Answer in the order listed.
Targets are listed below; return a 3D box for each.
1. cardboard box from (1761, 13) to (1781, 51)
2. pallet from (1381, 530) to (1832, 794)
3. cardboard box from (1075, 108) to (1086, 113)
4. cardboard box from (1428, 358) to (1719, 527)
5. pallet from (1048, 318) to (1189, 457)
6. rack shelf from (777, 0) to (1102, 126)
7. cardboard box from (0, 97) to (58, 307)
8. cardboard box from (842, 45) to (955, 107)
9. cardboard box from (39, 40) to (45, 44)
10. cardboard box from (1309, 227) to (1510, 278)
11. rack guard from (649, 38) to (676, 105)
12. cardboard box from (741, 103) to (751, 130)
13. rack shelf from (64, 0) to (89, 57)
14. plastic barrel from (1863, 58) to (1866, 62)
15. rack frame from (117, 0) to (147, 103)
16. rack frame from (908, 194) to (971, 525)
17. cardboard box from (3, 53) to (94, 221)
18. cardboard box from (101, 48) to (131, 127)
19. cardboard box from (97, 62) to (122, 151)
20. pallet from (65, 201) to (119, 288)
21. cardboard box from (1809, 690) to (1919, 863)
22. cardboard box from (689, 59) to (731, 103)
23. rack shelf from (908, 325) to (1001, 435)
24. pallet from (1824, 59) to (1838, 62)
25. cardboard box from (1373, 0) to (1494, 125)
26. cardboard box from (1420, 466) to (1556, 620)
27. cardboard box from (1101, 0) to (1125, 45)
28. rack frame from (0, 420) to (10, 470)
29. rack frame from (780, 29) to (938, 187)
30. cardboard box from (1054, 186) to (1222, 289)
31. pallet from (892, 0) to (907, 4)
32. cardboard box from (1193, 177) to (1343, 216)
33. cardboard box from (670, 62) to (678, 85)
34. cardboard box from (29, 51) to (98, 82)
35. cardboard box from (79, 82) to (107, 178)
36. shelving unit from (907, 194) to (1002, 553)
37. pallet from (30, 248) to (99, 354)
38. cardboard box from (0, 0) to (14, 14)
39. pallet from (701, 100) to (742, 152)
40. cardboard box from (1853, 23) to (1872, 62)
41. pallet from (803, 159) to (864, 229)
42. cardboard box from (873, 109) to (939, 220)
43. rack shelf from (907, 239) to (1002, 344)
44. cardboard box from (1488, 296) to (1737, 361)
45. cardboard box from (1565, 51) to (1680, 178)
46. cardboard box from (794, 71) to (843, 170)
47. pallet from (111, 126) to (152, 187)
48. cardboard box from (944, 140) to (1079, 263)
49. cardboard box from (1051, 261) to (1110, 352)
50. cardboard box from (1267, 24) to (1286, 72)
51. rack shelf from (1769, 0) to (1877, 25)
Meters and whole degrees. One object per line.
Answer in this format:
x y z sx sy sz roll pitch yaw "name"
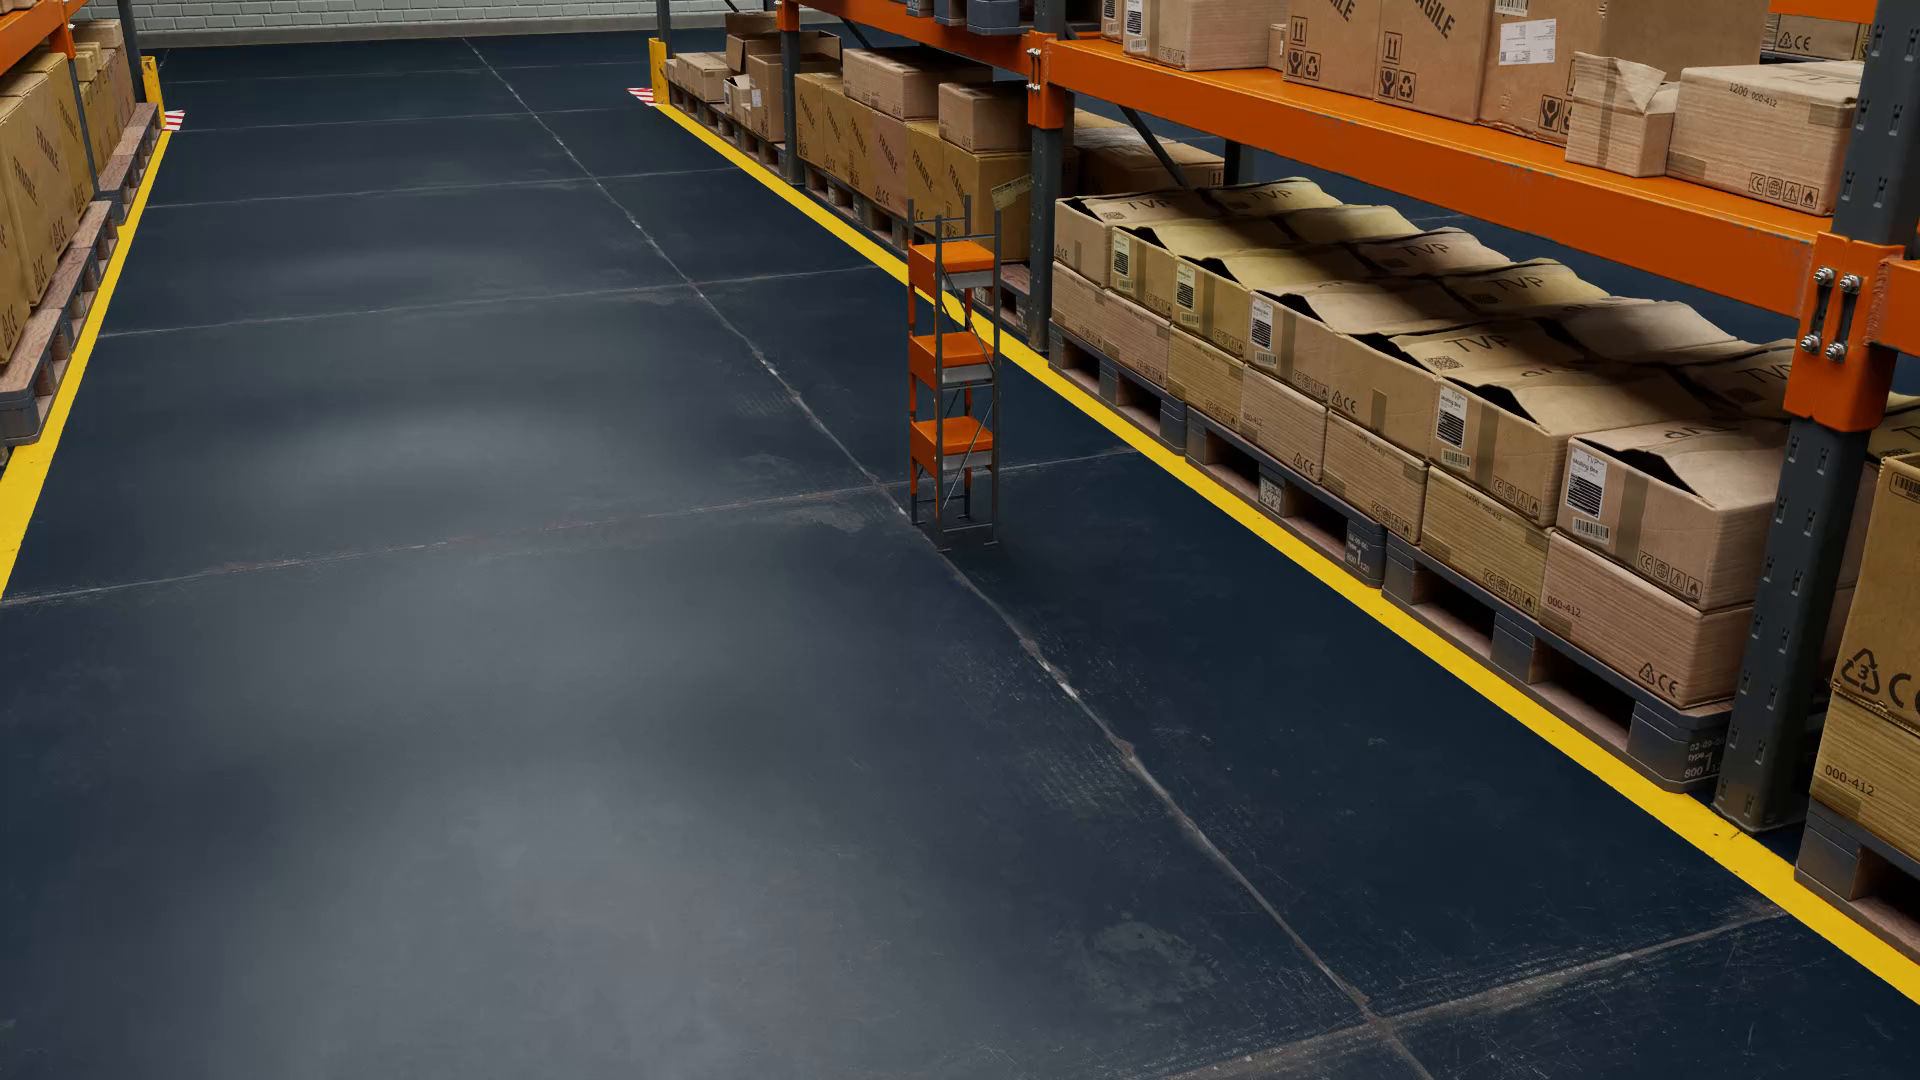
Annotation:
7.852 -5.194 15.905 0.875 0.875 0.875 -8 24 -19 "cardboard box"
1.903 0.209 4.482 1.003 0.211 1.213 -8 24 -19 "pallet"
0.341 -2.084 8.984 0.500 0.500 0.500 -9 25 -21 "cardboard box"
1.599 -0.294 4.364 0.500 0.311 0.500 -8 24 -18 "cardboard box"
1.041 -0.677 6.586 1.003 0.211 1.213 -8 24 -19 "pallet"
0.080 -2.662 8.630 1.077 0.370 4.000 -8 24 -19 "rack shelf"
-4.287 -1.393 6.920 0.750 0.750 0.750 -8 24 -19 "cardboard box"
-0.330 -2.544 9.111 0.500 0.250 0.500 -8 24 -19 "cardboard box"
-6.113 -3.150 10.704 0.380 0.149 0.250 -8 24 -18 "cardboard box"
1.567 -0.924 5.857 0.500 0.311 0.500 -9 24 -19 "cardboard box"
-2.013 -3.994 14.083 1.175 0.500 0.348 -8 24 -19 "rack guard"
-1.282 -2.905 11.385 0.380 0.149 0.250 -8 24 -19 "cardboard box"
-5.966 -3.434 10.463 1.077 0.370 4.000 -8 24 -19 "rack shelf"
5.233 -2.314 9.132 0.600 0.830 0.708 -8 24 -19 "plastic barrel"
-6.673 -4.493 12.047 1.000 3.000 0.127 -8 24 -19 "rack frame"
-0.062 -0.548 5.197 0.200 1.050 0.008 -8 24 -19 "rack frame"
-4.908 -2.024 8.417 0.750 0.750 0.750 -8 24 -18 "cardboard box"
-6.155 -3.112 11.449 0.700 0.500 0.500 -8 24 -19 "cardboard box"
-5.781 -2.736 10.558 0.700 0.500 0.500 -8 24 -18 "cardboard box"
-4.916 -1.484 8.500 1.003 0.211 1.213 -8 24 -19 "pallet"
2.080 0.470 3.272 0.500 0.250 0.500 -8 24 -19 "cardboard box"
-1.760 -3.510 12.688 0.500 0.250 0.500 -8 24 -19 "cardboard box"
-0.019 -0.493 5.096 0.215 0.259 0.240 -8 24 -19 "rack shelf"
8.447 -4.080 14.659 1.003 0.211 1.213 -8 24 -19 "pallet"
1.581 -1.514 4.852 0.500 0.500 0.500 -8 24 -19 "cardboard box"
1.605 -0.035 4.470 0.500 0.250 0.500 -9 24 -20 "cardboard box"
0.874 -2.088 6.456 0.500 0.311 0.500 -7 24 -16 "cardboard box"
-3.846 -1.586 5.151 1.000 3.000 0.127 -8 24 -19 "rack frame"
-0.627 -3.720 10.215 1.000 3.000 0.127 -8 24 -19 "rack frame"
0.697 -1.221 6.563 0.500 0.311 0.500 -7 24 -17 "cardboard box"
0.095 -2.884 8.479 1.003 0.211 1.213 -8 24 -19 "pallet"
1.202 -1.295 6.739 0.500 0.311 0.500 -8 24 -18 "cardboard box"
-2.125 -3.781 13.439 0.380 0.166 0.250 -8 24 -19 "cardboard box"
-5.378 -2.815 9.910 0.380 0.149 0.250 -8 24 -17 "cardboard box"
-5.428 -2.367 9.681 0.700 0.500 0.500 -8 24 -18 "cardboard box"
-0.019 -0.503 5.092 0.215 1.050 0.252 -8 24 -19 "shelving unit"
-4.482 -1.040 7.446 1.003 0.211 1.213 -8 24 -19 "pallet"
-4.542 -2.474 7.556 0.380 0.149 0.250 -8 24 -19 "cardboard box"
-1.303 -3.129 12.402 1.003 0.211 1.213 -8 24 -19 "pallet"
8.484 -4.543 14.362 0.875 0.875 0.875 -8 24 -19 "cardboard box"
-0.304 -2.145 10.067 1.003 0.211 1.213 -8 24 -19 "pallet"
-0.137 -2.003 8.793 0.500 0.500 0.500 -9 25 -21 "cardboard box"
-0.019 -0.755 4.986 0.215 0.259 0.240 -8 24 -19 "rack shelf"
1.931 -0.553 4.978 0.500 0.311 0.500 -9 25 -21 "cardboard box"
1.717 -1.046 4.042 0.396 0.266 0.258 -9 24 -20 "cardboard box"
-0.684 -2.562 10.118 0.500 0.500 0.500 -9 25 -21 "cardboard box"
-5.890 -2.485 10.875 1.003 0.211 1.213 -8 24 -19 "pallet"
0.237 -1.625 7.896 0.500 0.500 0.500 -7 24 -17 "cardboard box"
0.697 -0.963 6.672 0.500 0.250 0.500 -8 24 -19 "cardboard box"
1.290 -1.695 5.734 0.380 0.149 0.250 -7 24 -15 "cardboard box"
4.715 -3.340 10.239 1.077 0.370 4.000 -8 24 -19 "rack shelf"
